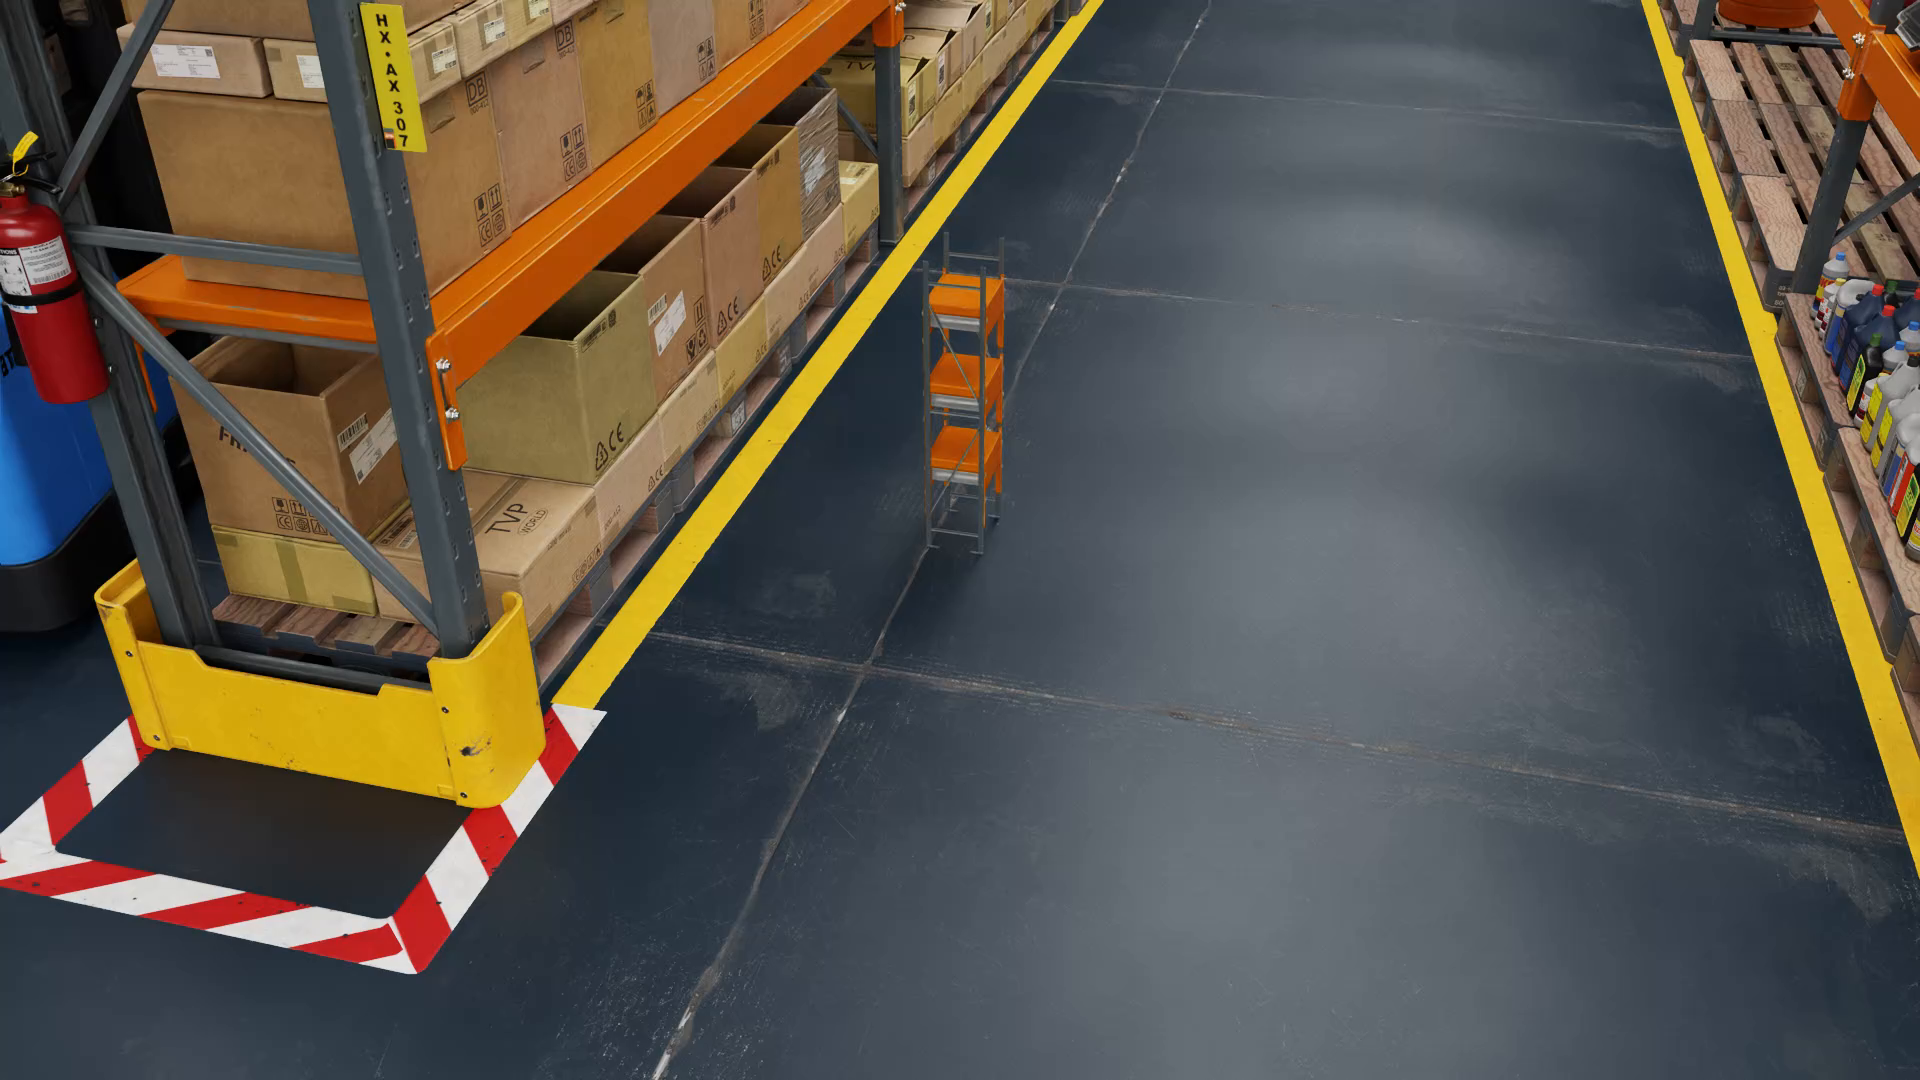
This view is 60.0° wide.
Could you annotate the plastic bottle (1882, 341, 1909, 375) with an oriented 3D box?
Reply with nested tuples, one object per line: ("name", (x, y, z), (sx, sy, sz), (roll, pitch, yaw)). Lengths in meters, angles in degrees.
("plastic bottle", (3.364, -0.591, 6.016), (0.097, 0.271, 0.097), (0, 32, 0))

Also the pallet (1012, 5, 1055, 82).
("pallet", (-0.003, -3.252, 10.668), (1.003, 0.211, 1.213), (8, 33, 12))

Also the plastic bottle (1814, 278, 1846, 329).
("plastic bottle", (3.488, -0.945, 6.638), (0.097, 0.201, 0.097), (0, 32, 0))

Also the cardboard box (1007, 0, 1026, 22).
("cardboard box", (0.093, -3.266, 9.741), (0.500, 0.311, 0.500), (8, 33, 12))

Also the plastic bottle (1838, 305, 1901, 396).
("plastic bottle", (3.365, -0.706, 6.123), (0.144, 0.351, 0.185), (7, 33, 10))

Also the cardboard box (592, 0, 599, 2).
("cardboard box", (-1.218, -1.725, 4.970), (0.380, 0.149, 0.250), (7, 33, 11))

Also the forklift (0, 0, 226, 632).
("forklift", (-3.271, -1.706, 5.701), (1.130, 2.935, 3.031), (0, 32, 1))

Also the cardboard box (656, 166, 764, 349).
("cardboard box", (-1.052, -1.058, 6.091), (0.500, 0.500, 0.500), (8, 33, 12))

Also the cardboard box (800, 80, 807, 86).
("cardboard box", (-0.946, -2.277, 8.185), (0.500, 0.311, 0.500), (8, 33, 12))

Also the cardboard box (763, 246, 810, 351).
("cardboard box", (-0.927, -1.001, 6.701), (0.500, 0.250, 0.500), (8, 33, 12))

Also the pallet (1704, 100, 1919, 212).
("pallet", (4.488, -1.969, 8.651), (1.003, 0.211, 1.213), (8, 33, 12))

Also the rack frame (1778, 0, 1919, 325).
("rack frame", (4.019, -2.098, 6.255), (1.000, 3.000, 0.127), (8, 33, 12))

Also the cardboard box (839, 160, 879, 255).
("cardboard box", (-0.677, -1.521, 7.518), (0.500, 0.250, 0.500), (8, 33, 12))

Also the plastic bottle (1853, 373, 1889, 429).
("plastic bottle", (3.270, -0.499, 5.937), (0.097, 0.201, 0.097), (0, 32, 0))

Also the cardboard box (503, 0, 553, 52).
("cardboard box", (-1.349, -1.456, 4.546), (0.380, 0.149, 0.250), (8, 33, 13))

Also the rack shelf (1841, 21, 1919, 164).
("rack shelf", (3.512, -0.757, 4.815), (1.077, 0.370, 4.000), (8, 33, 12))

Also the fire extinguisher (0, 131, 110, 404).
("fire extinguisher", (-2.266, -0.668, 4.077), (0.296, 0.674, 0.183), (8, 33, 12))

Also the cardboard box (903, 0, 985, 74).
("cardboard box", (-0.163, -2.736, 8.907), (0.500, 0.311, 0.500), (7, 33, 11))

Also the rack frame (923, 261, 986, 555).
("rack frame", (-0.017, -0.408, 5.412), (0.200, 1.050, 0.008), (8, 33, 12))

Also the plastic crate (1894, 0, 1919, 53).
("plastic crate", (3.763, -1.818, 5.871), (0.767, 0.338, 0.504), (8, 33, 12))

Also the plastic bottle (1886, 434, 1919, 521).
("plastic bottle", (3.136, -0.199, 5.395), (0.152, 0.276, 0.135), (8, 33, 13))

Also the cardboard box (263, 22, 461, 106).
("cardboard box", (-1.478, -1.189, 4.127), (0.380, 0.149, 0.250), (8, 33, 12))

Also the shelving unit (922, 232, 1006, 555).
("shelving unit", (0.014, -0.471, 5.512), (0.215, 1.050, 0.252), (8, 33, 12))

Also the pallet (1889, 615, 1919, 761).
("pallet", (3.189, 0.688, 4.472), (1.003, 0.211, 1.213), (8, 33, 12))

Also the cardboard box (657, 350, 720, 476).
("cardboard box", (-1.184, -0.483, 5.885), (0.500, 0.250, 0.500), (8, 33, 12))

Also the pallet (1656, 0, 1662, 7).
("pallet", (5.506, -4.043, 11.913), (1.003, 0.211, 1.213), (8, 33, 12))

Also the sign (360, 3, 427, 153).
("sign", (-1.251, -1.019, 3.676), (0.100, 0.325, 0.005), (8, 33, 12))

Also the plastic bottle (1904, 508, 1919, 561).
("plastic bottle", (3.046, -0.040, 5.215), (0.097, 0.201, 0.097), (0, 32, 0))

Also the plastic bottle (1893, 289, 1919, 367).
("plastic bottle", (3.552, -0.784, 6.246), (0.144, 0.351, 0.185), (8, 33, 12))

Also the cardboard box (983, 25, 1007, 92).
("cardboard box", (-0.039, -2.765, 9.475), (0.500, 0.250, 0.500), (9, 33, 13))

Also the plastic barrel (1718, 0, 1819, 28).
("plastic barrel", (5.142, -3.692, 10.392), (0.600, 0.830, 0.708), (8, 33, 12))

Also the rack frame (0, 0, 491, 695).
("rack frame", (-1.786, -0.699, 4.053), (1.000, 3.000, 0.127), (8, 33, 12))

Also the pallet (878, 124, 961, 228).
("pallet", (-0.622, -1.985, 8.676), (1.003, 0.211, 1.213), (8, 33, 12))

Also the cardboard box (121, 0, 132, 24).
("cardboard box", (-5.310, -3.237, 9.966), (0.700, 0.500, 0.500), (7, 33, 11))

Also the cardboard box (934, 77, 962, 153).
("cardboard box", (-0.298, -2.232, 8.637), (0.500, 0.250, 0.500), (9, 33, 14))

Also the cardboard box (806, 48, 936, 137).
("cardboard box", (-0.425, -2.209, 8.077), (0.500, 0.311, 0.500), (8, 33, 13))

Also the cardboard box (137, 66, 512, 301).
("cardboard box", (-1.655, -0.982, 4.405), (0.700, 0.500, 0.500), (8, 33, 12))

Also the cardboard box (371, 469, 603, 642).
("cardboard box", (-1.435, 0.036, 5.068), (0.500, 0.250, 0.500), (8, 33, 12))

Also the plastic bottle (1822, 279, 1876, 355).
("plastic bottle", (3.459, -0.857, 6.431), (0.152, 0.276, 0.135), (9, 34, 14))

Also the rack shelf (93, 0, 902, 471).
("rack shelf", (-1.279, -1.433, 5.879), (1.077, 0.370, 4.000), (8, 33, 12))

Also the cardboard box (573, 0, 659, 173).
("cardboard box", (-1.395, -1.512, 5.239), (0.700, 0.500, 0.500), (8, 33, 13))

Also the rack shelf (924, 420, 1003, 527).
("rack shelf", (0.014, -0.227, 5.667), (0.215, 0.259, 0.240), (8, 33, 12))

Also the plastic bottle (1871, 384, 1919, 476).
("plastic bottle", (3.210, -0.389, 5.624), (0.144, 0.351, 0.185), (9, 34, 14))

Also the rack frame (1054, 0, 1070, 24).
("rack frame", (0.244, -4.850, 10.584), (1.000, 3.000, 0.127), (8, 33, 12))

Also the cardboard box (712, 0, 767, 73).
("cardboard box", (-1.136, -2.051, 6.087), (0.700, 0.500, 0.500), (9, 33, 13))

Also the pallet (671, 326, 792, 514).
("pallet", (-1.321, -0.556, 6.427), (1.003, 0.211, 1.213), (8, 33, 12))

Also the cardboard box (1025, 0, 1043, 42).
("cardboard box", (0.219, -3.293, 10.305), (0.500, 0.250, 0.500), (8, 33, 12))

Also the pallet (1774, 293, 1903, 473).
("pallet", (3.808, -0.579, 6.463), (1.003, 0.211, 1.213), (8, 33, 12))

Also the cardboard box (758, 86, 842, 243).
("cardboard box", (-0.816, -1.580, 6.911), (0.500, 0.500, 0.500), (8, 33, 12))

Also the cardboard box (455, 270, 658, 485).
("cardboard box", (-1.310, -0.540, 5.276), (0.500, 0.500, 0.500), (8, 33, 12))
